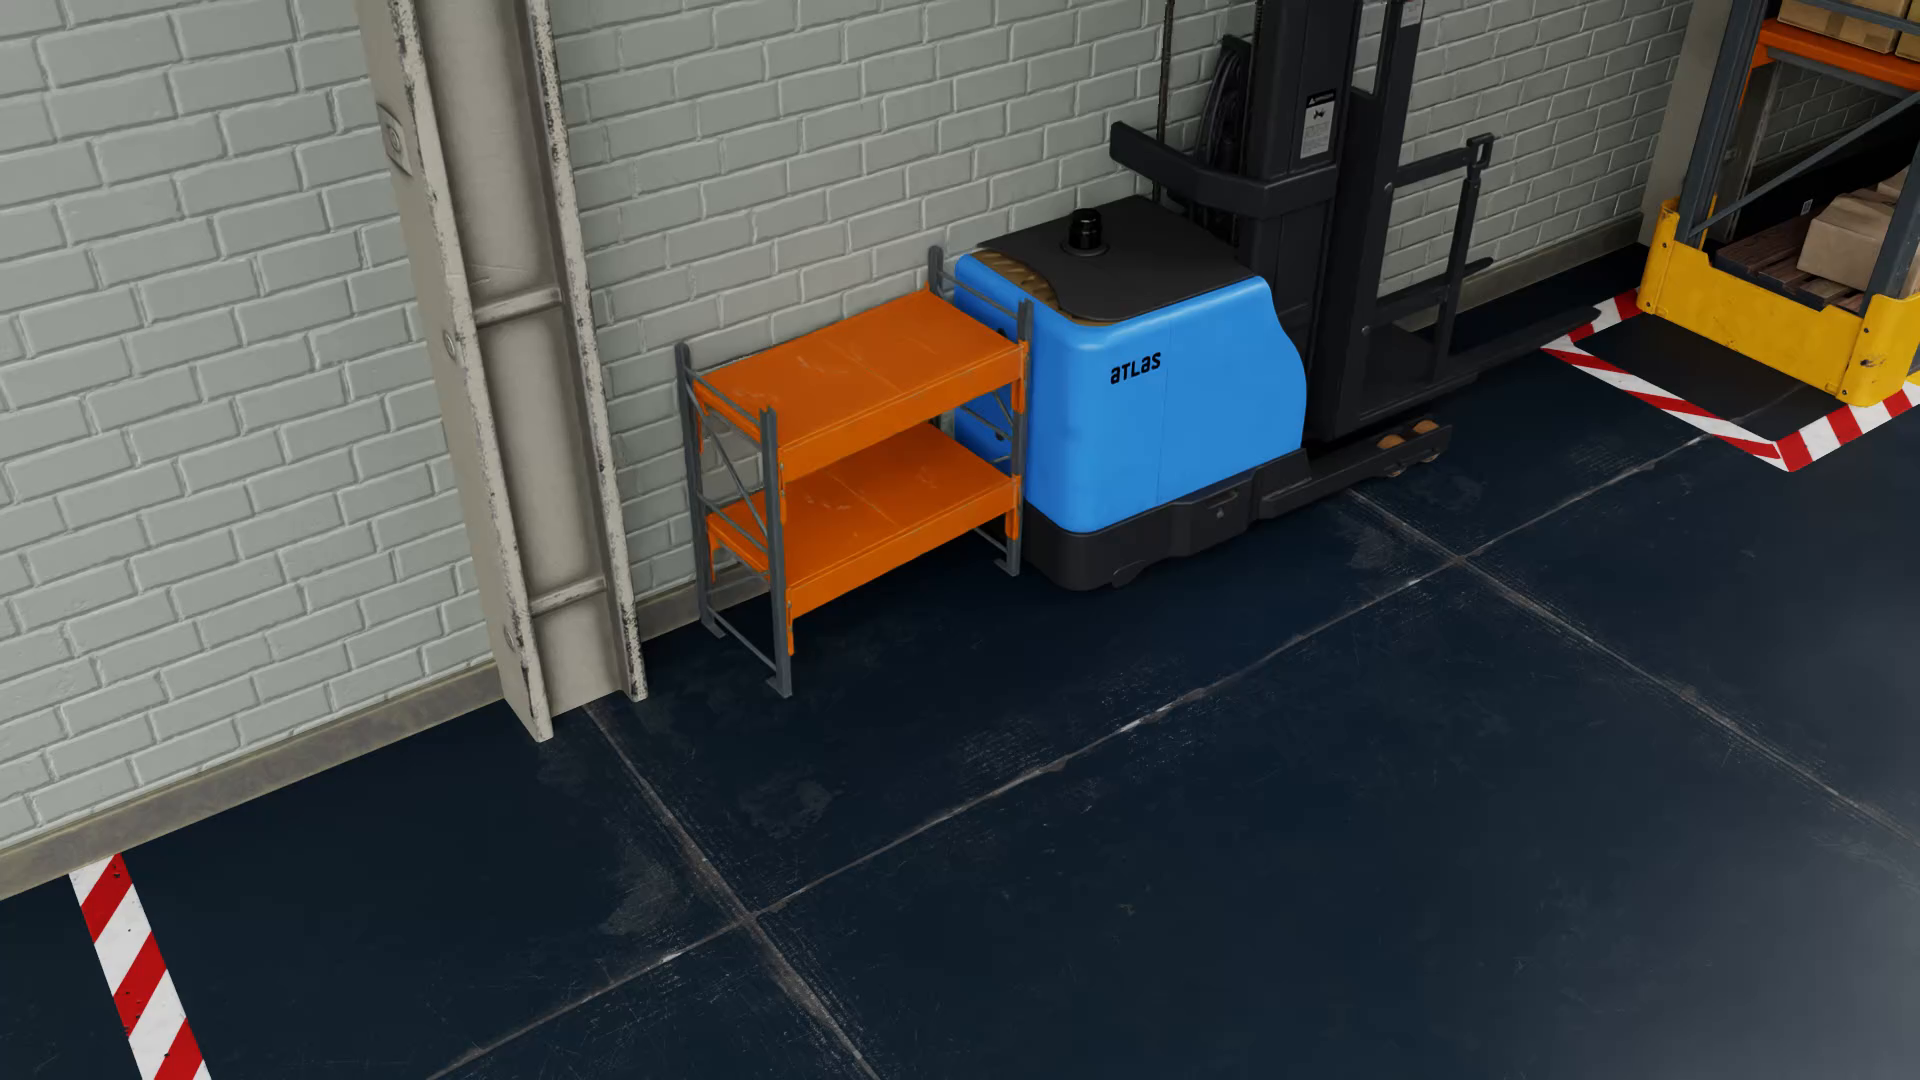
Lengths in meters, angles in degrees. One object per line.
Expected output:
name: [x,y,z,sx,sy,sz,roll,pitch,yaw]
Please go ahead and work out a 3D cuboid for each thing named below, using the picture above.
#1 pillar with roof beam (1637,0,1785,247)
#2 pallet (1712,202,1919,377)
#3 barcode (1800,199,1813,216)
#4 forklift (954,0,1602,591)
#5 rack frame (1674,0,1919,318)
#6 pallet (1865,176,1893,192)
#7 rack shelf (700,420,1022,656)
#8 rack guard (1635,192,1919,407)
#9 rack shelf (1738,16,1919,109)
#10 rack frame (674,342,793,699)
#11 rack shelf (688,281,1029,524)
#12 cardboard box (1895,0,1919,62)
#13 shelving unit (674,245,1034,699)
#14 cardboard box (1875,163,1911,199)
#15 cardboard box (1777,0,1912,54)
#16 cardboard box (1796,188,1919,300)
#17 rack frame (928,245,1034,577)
pillar with roof beam: [6.102,-3.104,2.859,0.400,9.000,9.100,-22,41,-28]
pallet: [4.295,-1.225,7.772,1.213,0.211,1.003,-22,41,-28]
barcode: [3.950,-1.552,7.758,0.075,0.075,0.001,-22,41,-28]
forklift: [1.359,-1.675,6.068,3.031,2.935,1.130,-21,41,-27]
rack frame: [3.548,-2.075,6.566,0.127,3.000,1.000,-22,41,-28]
pallet: [5.291,-1.633,8.339,1.213,0.211,1.003,-22,41,-28]
rack shelf: [-0.337,-0.046,5.734,1.000,0.278,0.538,-27,46,-31]
rack guard: [3.610,-1.086,7.331,0.348,0.500,1.175,-22,41,-28]
rack shelf: [5.183,-2.456,7.711,4.000,0.370,1.077,-22,41,-28]
rack frame: [-0.719,-0.043,5.318,0.032,1.125,0.500,-27,46,-31]
rack shelf: [-0.326,-0.470,5.405,1.000,0.278,0.538,-27,46,-31]
cardboard box: [4.130,-2.035,6.622,0.500,0.250,0.500,-24,42,-29]
shelving unit: [-0.332,-0.239,5.584,1.048,1.125,0.538,-27,46,-31]
cardboard box: [4.632,-1.544,7.753,0.500,0.311,0.500,-19,40,-24]
cardboard box: [3.819,-2.272,6.951,0.500,0.250,0.500,-22,41,-27]
cardboard box: [4.166,-1.352,7.487,0.500,0.311,0.500,-28,44,-33]
rack frame: [0.055,-0.435,5.849,0.032,1.125,0.500,-27,46,-31]
